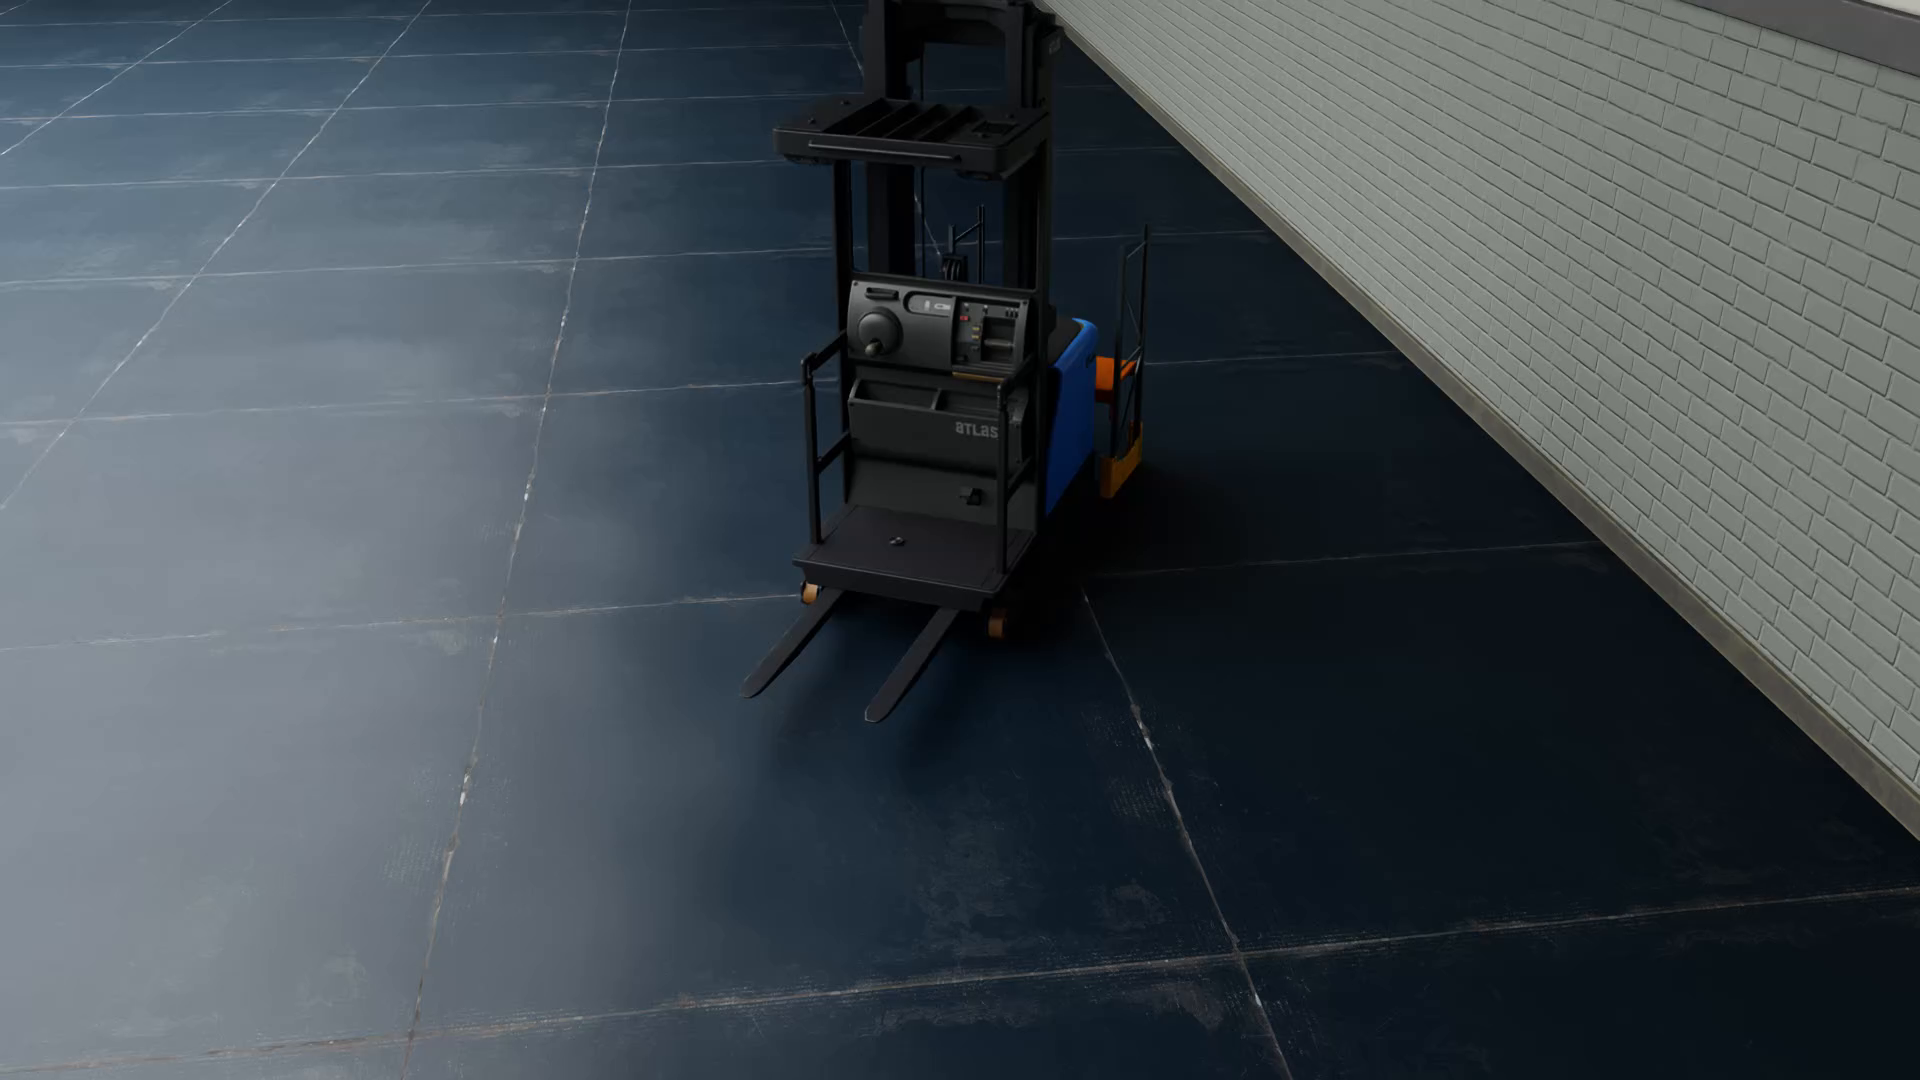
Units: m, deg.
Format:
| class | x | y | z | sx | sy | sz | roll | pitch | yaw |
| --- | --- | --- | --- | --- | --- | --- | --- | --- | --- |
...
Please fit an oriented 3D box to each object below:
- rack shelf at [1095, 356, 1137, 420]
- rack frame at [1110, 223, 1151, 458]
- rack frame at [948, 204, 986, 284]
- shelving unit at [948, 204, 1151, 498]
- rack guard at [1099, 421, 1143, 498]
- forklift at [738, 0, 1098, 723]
| class | x | y | z | sx | sy | sz | roll | pitch | yaw |
| --- | --- | --- | --- | --- | --- | --- | --- | --- | --- |
| rack shelf | 0.513 | -0.969 | 9.889 | 1.000 | 0.185 | 0.538 | 11 | 29 | 20 |
| rack frame | 0.982 | -1.039 | 9.631 | 0.032 | 1.500 | 0.500 | 11 | 29 | 20 |
| rack frame | 0.045 | -1.219 | 9.982 | 0.032 | 1.500 | 0.500 | 11 | 29 | 20 |
| shelving unit | 0.505 | -1.130 | 9.810 | 1.083 | 1.500 | 0.587 | 11 | 29 | 20 |
| rack guard | 0.964 | -0.486 | 9.923 | 0.087 | 0.250 | 0.587 | 11 | 29 | 20 |
| forklift | -0.179 | -1.016 | 8.019 | 1.130 | 2.935 | 3.031 | 9 | 28 | 17 |
